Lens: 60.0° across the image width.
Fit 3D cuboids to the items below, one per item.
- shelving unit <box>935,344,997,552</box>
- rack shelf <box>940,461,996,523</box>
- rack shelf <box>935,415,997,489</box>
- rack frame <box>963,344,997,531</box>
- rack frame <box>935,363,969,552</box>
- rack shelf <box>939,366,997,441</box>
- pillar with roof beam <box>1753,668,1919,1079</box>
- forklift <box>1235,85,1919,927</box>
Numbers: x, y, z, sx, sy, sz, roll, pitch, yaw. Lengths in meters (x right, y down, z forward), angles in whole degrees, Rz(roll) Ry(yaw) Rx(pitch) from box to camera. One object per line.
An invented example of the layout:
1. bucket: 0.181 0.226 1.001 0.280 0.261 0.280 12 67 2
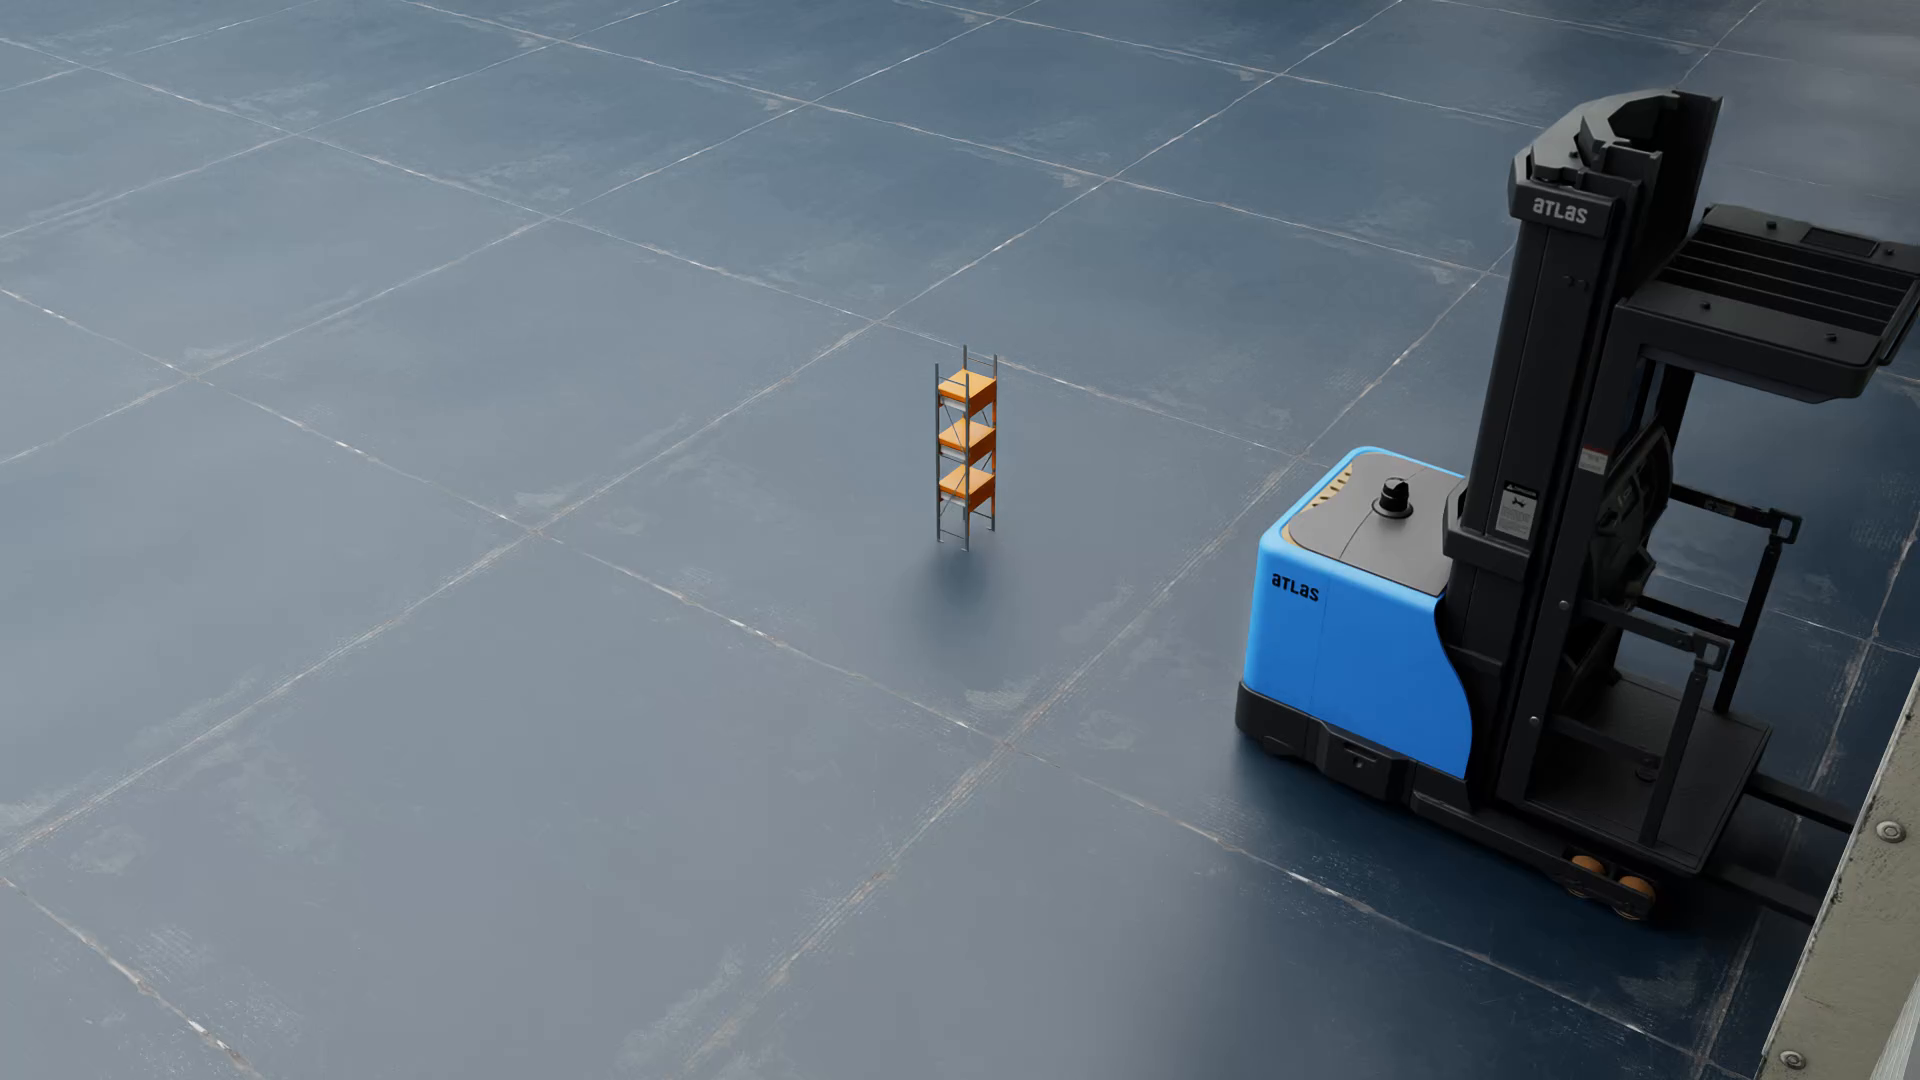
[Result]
1. shelving unit: 0.031 -0.460 8.492 0.215 1.050 0.252 21 39 28
2. rack shelf: 0.031 -0.221 8.654 0.215 0.259 0.240 21 39 28
3. rack shelf: 0.031 -0.451 8.498 0.215 0.259 0.240 21 39 28
4. rack frame: 0.100 -0.516 8.575 0.200 1.050 0.008 21 39 28
5. rack frame: -0.039 -0.403 8.409 0.200 1.050 0.008 21 39 28
6. rack shelf: 0.031 -0.686 8.339 0.215 0.259 0.240 21 39 28
7. pillar with roof beam: -0.599 -3.131 5.346 9.100 9.000 0.400 21 39 28
8. forklift: 2.713 -0.061 6.224 3.031 2.935 1.130 22 40 29
